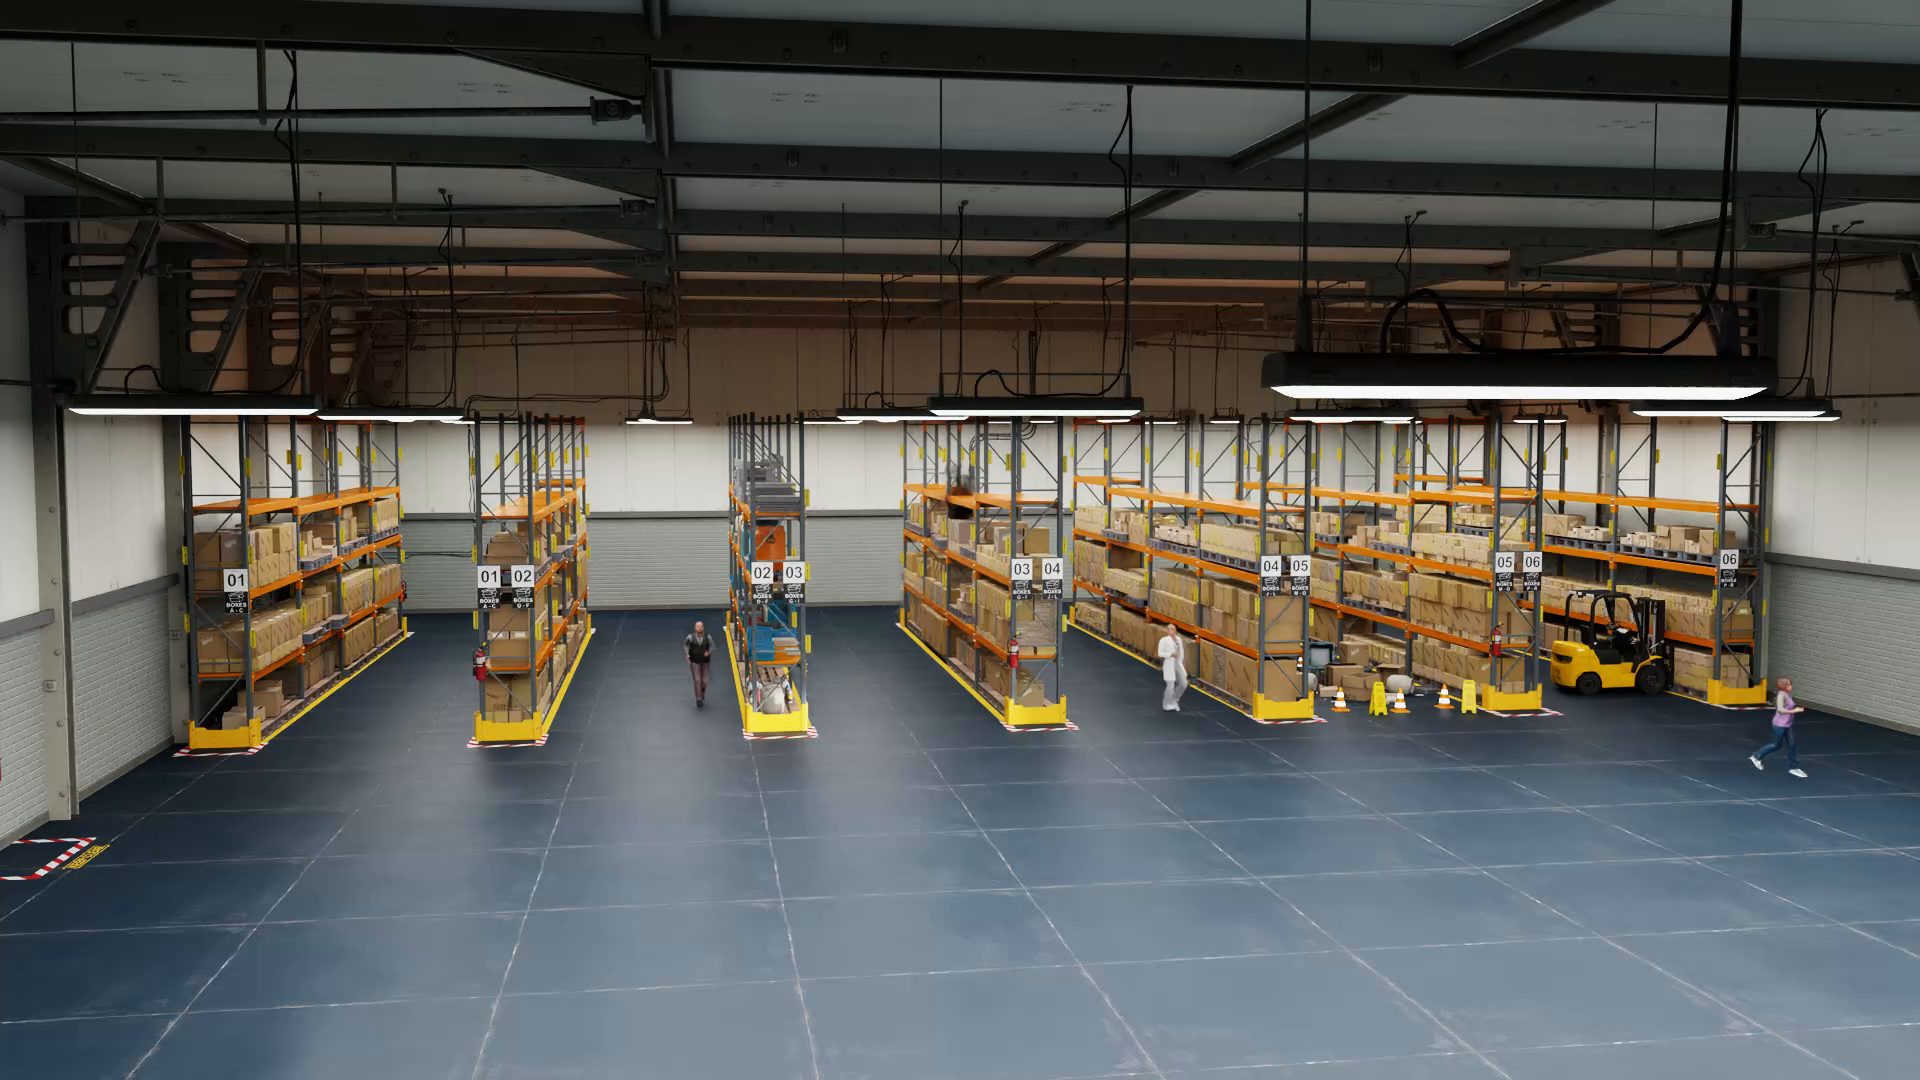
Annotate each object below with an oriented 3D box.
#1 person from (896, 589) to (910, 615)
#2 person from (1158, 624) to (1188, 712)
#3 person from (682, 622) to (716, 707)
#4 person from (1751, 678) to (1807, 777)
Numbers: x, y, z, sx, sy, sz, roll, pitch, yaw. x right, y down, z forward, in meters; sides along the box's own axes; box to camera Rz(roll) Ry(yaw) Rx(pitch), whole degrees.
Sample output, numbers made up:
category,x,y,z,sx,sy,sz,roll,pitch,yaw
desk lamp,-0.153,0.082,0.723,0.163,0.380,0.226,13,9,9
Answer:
category,x,y,z,sx,sy,sz,roll,pitch,yaw
person,-1.451,1.500,49.278,0.931,1.766,0.728,1,4,11
person,4.311,2.624,33.382,0.692,1.678,0.686,-2,4,-25
person,-5.364,2.535,34.268,0.676,1.710,0.802,-1,4,-17
person,13.438,3.048,27.235,0.859,1.596,0.565,3,5,41
